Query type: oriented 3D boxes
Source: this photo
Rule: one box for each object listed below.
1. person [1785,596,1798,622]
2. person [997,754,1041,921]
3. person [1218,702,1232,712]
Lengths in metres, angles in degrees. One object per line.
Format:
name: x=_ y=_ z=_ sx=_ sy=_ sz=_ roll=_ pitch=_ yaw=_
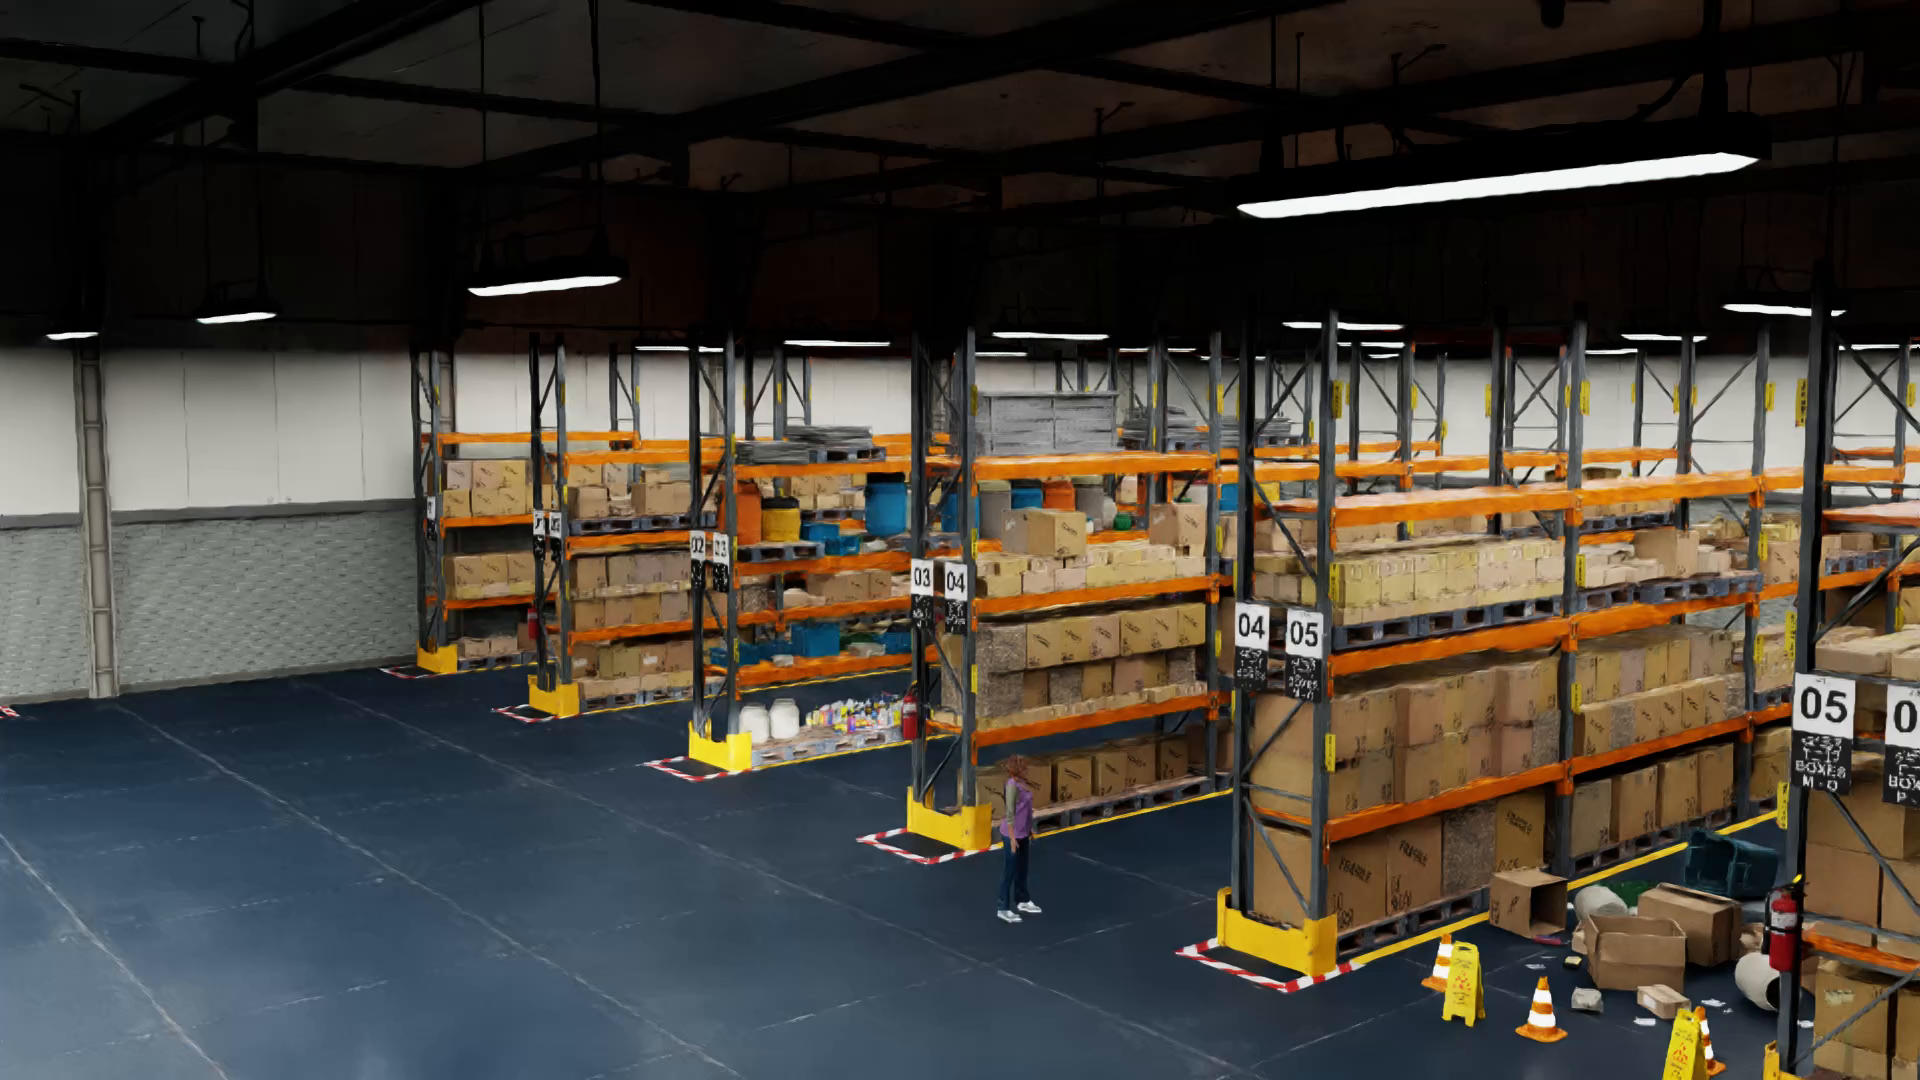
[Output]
person: x=14.166 y=1.747 z=28.021 sx=0.717 sy=1.640 sz=0.521 roll=-1 pitch=5 yaw=-7
person: x=0.574 y=2.866 z=16.132 sx=0.405 sy=1.600 sz=0.468 roll=2 pitch=6 yaw=19
person: x=4.232 y=1.863 z=26.455 sx=0.546 sy=1.728 sz=0.724 roll=-5 pitch=7 yaw=-41
